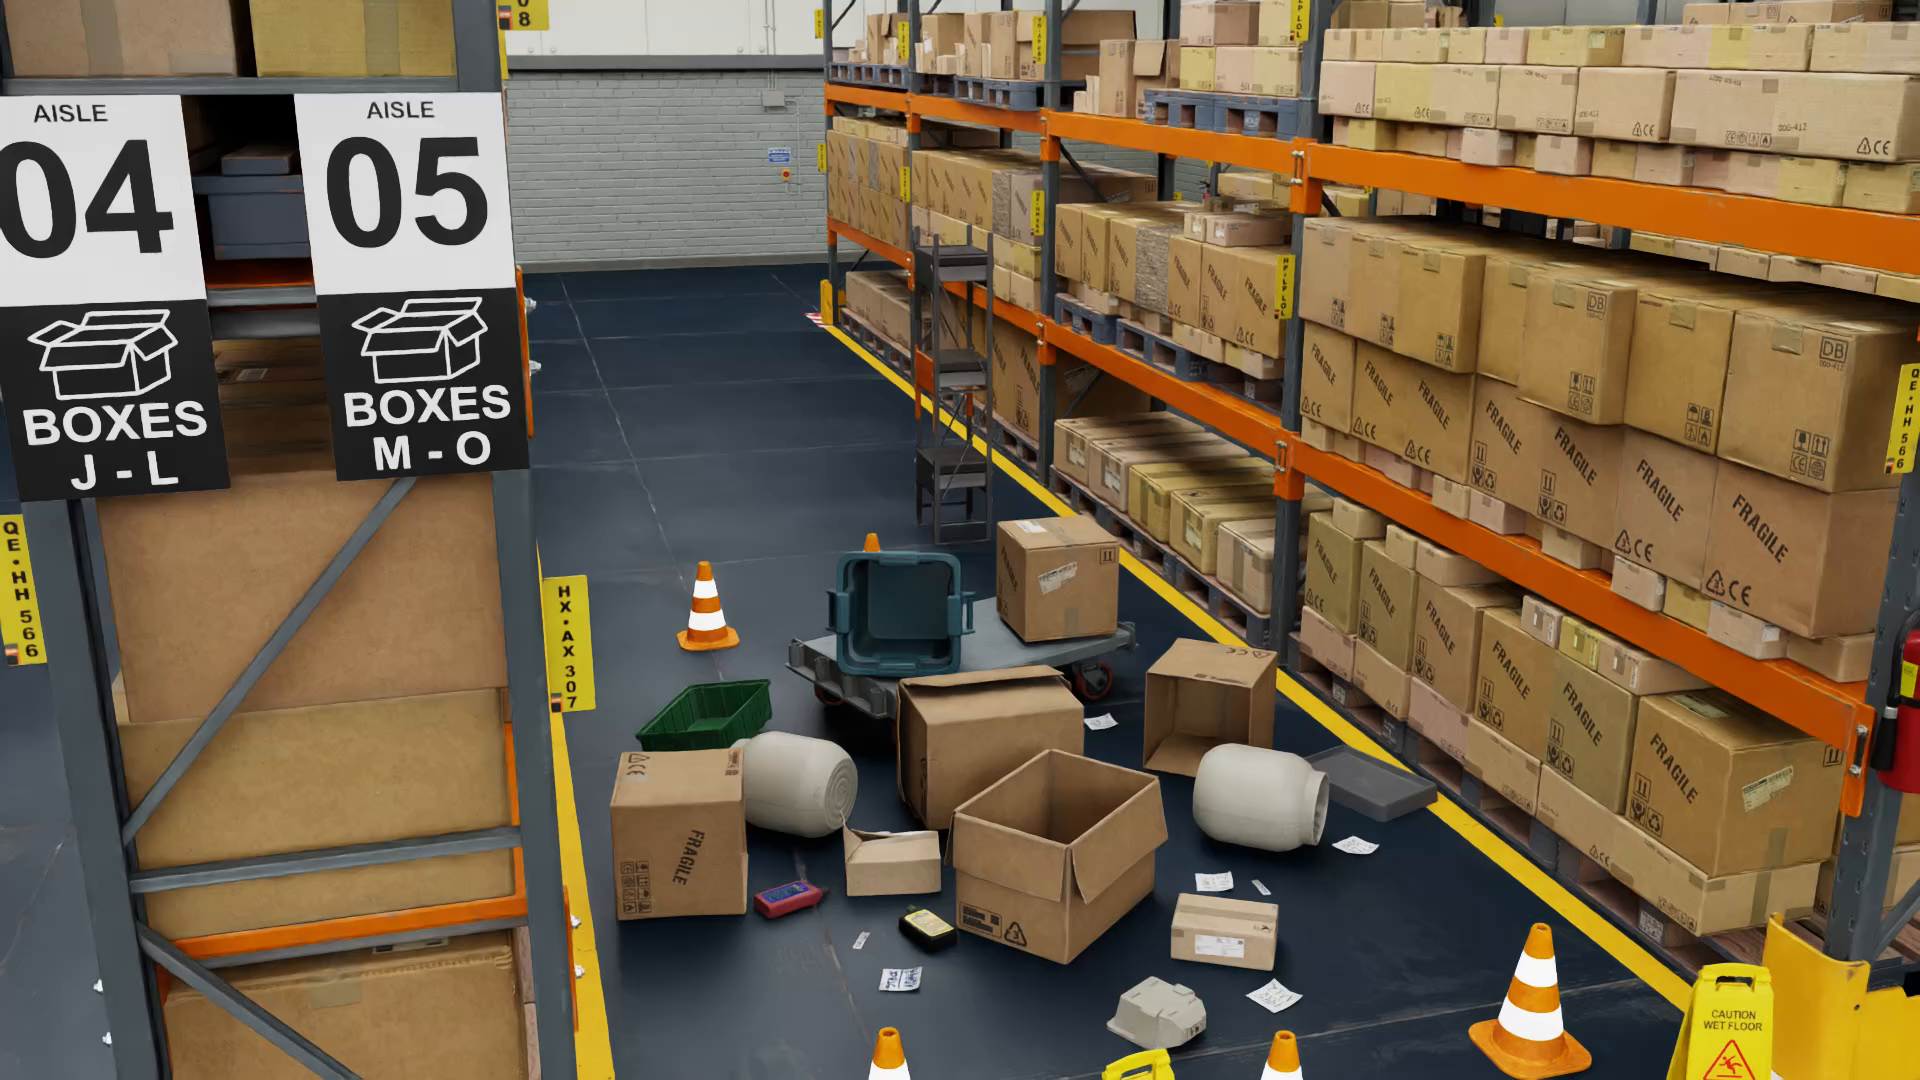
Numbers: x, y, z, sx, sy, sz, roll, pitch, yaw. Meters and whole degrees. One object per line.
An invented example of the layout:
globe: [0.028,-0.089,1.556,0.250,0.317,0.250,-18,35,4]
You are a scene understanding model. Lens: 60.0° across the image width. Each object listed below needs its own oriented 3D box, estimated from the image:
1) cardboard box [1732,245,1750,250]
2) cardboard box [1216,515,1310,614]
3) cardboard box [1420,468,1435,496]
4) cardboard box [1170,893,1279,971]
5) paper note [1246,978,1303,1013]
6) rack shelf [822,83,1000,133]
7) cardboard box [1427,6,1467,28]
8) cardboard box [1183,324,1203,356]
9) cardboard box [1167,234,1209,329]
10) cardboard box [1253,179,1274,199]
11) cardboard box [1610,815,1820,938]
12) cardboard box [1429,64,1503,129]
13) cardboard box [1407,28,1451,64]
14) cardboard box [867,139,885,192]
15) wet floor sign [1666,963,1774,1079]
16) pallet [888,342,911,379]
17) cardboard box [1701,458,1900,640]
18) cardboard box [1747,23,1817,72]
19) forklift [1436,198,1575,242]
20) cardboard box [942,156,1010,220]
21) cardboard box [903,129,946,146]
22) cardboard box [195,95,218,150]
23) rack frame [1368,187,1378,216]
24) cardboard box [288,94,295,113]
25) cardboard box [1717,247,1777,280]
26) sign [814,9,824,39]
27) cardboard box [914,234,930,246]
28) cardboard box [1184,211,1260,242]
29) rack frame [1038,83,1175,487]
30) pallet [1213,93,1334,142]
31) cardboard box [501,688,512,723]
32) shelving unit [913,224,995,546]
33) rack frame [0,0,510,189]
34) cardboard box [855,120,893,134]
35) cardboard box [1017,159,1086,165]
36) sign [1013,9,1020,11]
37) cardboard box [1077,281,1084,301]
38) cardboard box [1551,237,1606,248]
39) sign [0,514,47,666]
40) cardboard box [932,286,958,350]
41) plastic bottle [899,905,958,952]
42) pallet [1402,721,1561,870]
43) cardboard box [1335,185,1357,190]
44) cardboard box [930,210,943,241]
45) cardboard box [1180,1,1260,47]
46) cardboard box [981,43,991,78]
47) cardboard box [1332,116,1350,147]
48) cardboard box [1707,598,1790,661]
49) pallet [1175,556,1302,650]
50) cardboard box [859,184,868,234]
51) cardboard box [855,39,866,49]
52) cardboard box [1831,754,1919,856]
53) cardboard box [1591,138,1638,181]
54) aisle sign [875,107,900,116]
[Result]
cardboard box: [6.032,-2.258,12.453,0.380,0.149,0.250,-5,17,-15]
cardboard box: [2.057,0.121,9.674,0.950,0.372,0.625,-4,17,-15]
cardboard box: [2.341,-0.280,7.606,0.380,0.149,0.250,-5,17,-16]
cardboard box: [1.001,1.477,6.276,0.380,0.149,0.250,4,17,13]
paper note: [1.129,1.632,5.965,0.148,0.019,0.142,-12,20,-34]
rack shelf: [-0.545,-4.650,17.755,1.077,0.370,4.000,-5,17,-15]
cardboard box: [4.927,-5.225,16.715,0.396,0.266,0.258,-5,17,-16]
cardboard box: [1.562,-1.206,9.960,0.380,0.149,0.250,-5,17,-15]
cardboard box: [1.582,-1.573,10.055,0.500,0.500,0.500,-4,17,-13]
cardboard box: [3.824,-4.149,19.794,0.500,0.250,0.500,-5,17,-16]
cardboard box: [2.815,1.221,6.222,0.500,0.250,0.500,-5,17,-16]
cardboard box: [2.337,-1.874,7.007,0.500,0.250,0.500,-5,17,-15]
cardboard box: [2.186,-2.159,7.262,0.380,0.149,0.250,-5,17,-16]
cardboard box: [-0.671,-3.921,17.380,0.500,0.500,0.500,-4,17,-15]
wet floor sign: [2.326,1.579,5.073,0.267,0.644,0.232,1,17,4]
pallet: [-0.129,-1.886,17.363,1.003,0.211,1.213,-5,17,-15]
cardboard box: [2.889,-0.004,5.561,0.500,0.500,0.500,-5,17,-16]
cardboard box: [2.804,-1.597,5.392,0.380,0.149,0.250,-5,17,-16]
forklift: [4.539,-2.033,13.124,3.031,2.935,1.130,-8,18,-25]
cardboard box: [0.151,-3.110,14.678,0.500,0.500,0.500,-5,17,-17]
cardboard box: [-0.354,-3.984,16.461,0.380,0.149,0.250,-4,17,-14]
cardboard box: [-1.915,-0.966,3.774,0.380,0.149,0.250,-5,17,-15]
rack frame: [4.777,-3.398,17.551,1.000,3.000,0.127,-5,17,-15]
cardboard box: [-2.473,-1.529,5.647,0.380,0.149,0.250,-5,17,-16]
cardboard box: [6.026,-2.033,12.396,0.500,0.250,0.500,-5,17,-17]
sign: [-1.629,-5.962,19.215,0.100,0.325,0.005,-5,17,-15]
cardboard box: [-0.128,-2.790,15.788,0.500,0.250,0.500,-5,17,-17]
cardboard box: [1.560,-1.867,9.907,0.380,0.149,0.250,-5,18,-18]
rack frame: [1.104,-1.898,12.558,1.000,3.000,0.127,-5,17,-15]
pallet: [2.136,-2.318,9.066,1.213,0.211,1.003,-5,17,-15]
cardboard box: [-1.780,0.248,5.153,0.875,0.550,0.550,-5,17,-15]
shelving unit: [-0.045,-1.051,11.302,0.431,2.100,0.503,-5,17,-15]
rack frame: [-1.429,-2.139,2.932,1.000,3.000,0.127,-5,17,-15]
cardboard box: [-0.949,-4.541,18.316,0.380,0.149,0.250,-5,17,-15]
cardboard box: [0.796,-3.001,14.318,0.500,0.500,0.500,-4,17,-14]
sign: [0.524,-4.885,15.842,0.100,0.325,0.005,-5,17,-15]
cardboard box: [1.060,-1.794,11.916,0.380,0.149,0.250,-6,18,-19]
cardboard box: [5.326,-2.524,14.347,0.380,0.149,0.250,-4,17,-14]
sign: [-1.954,0.105,3.464,0.100,0.325,0.005,-5,17,-15]
cardboard box: [0.252,-2.023,15.937,0.875,0.875,0.875,-4,17,-14]
plastic bottle: [-0.143,1.487,6.397,0.133,0.061,0.283,-12,20,-34]
pallet: [2.761,1.065,7.541,1.003,0.211,1.213,-5,17,-15]
cardboard box: [4.616,-3.908,18.993,0.500,0.250,0.500,-4,17,-14]
cardboard box: [0.025,-2.886,15.239,0.500,0.250,0.500,-4,17,-14]
cardboard box: [1.620,-3.028,9.766,0.500,0.250,0.500,-4,17,-14]
cardboard box: [0.389,-3.825,13.261,0.396,0.266,0.258,-5,17,-17]
cardboard box: [2.052,-2.001,8.124,0.380,0.149,0.250,-5,17,-16]
cardboard box: [2.818,0.287,5.719,0.380,0.149,0.250,-5,17,-16]
pallet: [1.988,0.328,9.992,1.003,0.211,1.213,-5,17,-15]
cardboard box: [-0.796,-3.587,18.004,0.500,0.500,0.500,-4,17,-13]
cardboard box: [-0.884,-5.608,19.049,0.500,0.250,0.500,-6,18,-20]
cardboard box: [3.340,0.820,6.256,0.500,0.500,0.500,-5,18,-17]
cardboard box: [2.611,-1.435,6.237,0.380,0.149,0.250,-5,17,-17]
aisle sign: [-0.816,-5.401,19.698,0.394,0.787,0.004,-5,17,-15]
